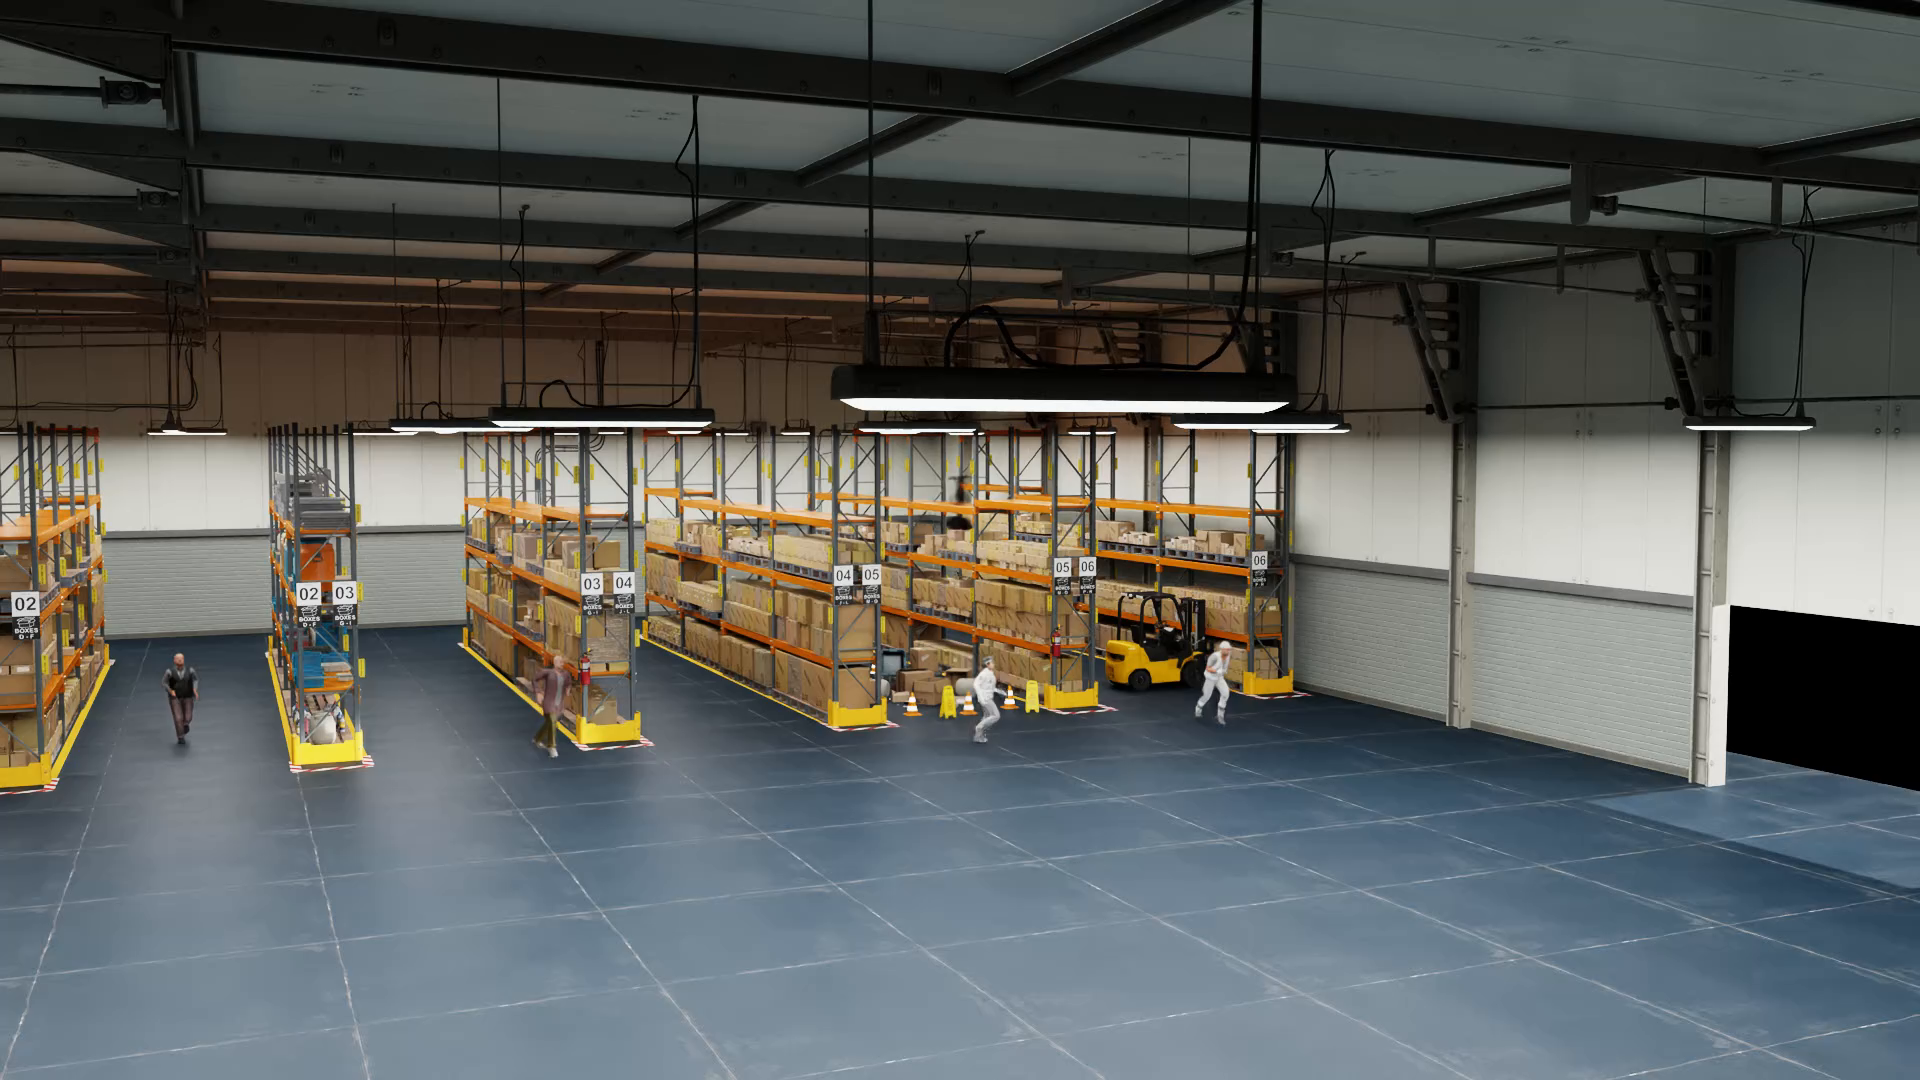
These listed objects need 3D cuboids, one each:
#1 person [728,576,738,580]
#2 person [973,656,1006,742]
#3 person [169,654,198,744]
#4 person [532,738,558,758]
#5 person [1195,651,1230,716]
[{"bbox_3d":[-6.771,1.511,49.869,0.431,0.864,0.549,-2,4,-26],"label":"person"},{"bbox_3d":[0.542,2.988,31.220,0.626,1.635,0.491,1,4,12],"label":"person"},{"bbox_3d":[-14.659,2.978,31.337,0.537,1.682,0.585,-2,4,-31],"label":"person"},{"bbox_3d":[-7.529,3.762,30.181,0.983,0.275,0.286,3,5,41],"label":"person"},{"bbox_3d":[5.149,2.865,33.472,0.672,1.352,0.869,-2,4,-34],"label":"person"}]
